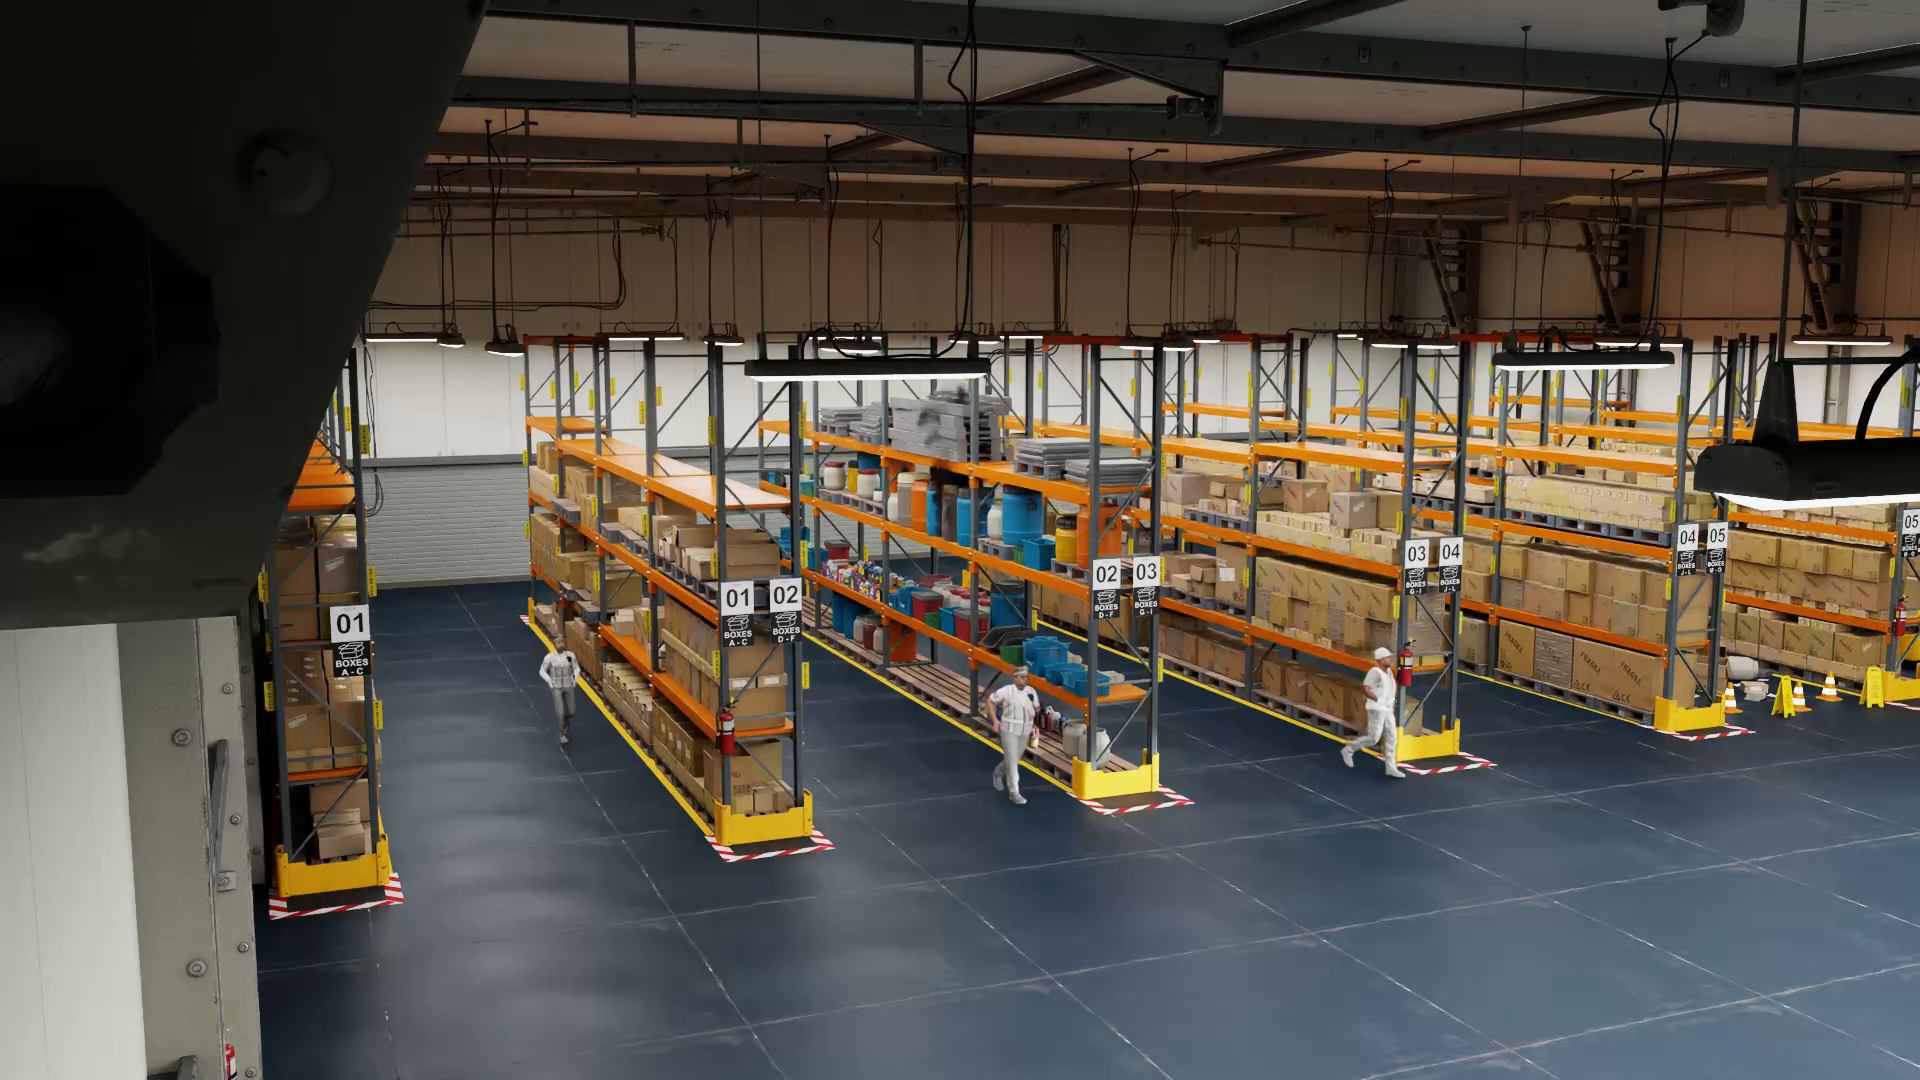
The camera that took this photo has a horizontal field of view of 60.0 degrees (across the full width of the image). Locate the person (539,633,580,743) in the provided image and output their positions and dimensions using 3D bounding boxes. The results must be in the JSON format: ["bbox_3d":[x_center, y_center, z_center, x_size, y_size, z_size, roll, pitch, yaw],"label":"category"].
[{"bbox_3d":[-5.992,2.204,24.969,0.613,1.641,0.579,-3,8,-23],"label":"person"}]

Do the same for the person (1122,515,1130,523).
[{"bbox_3d":[3.765,0.245,39.436,0.751,1.736,0.630,-2,8,-13],"label":"person"}]

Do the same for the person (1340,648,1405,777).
[{"bbox_3d":[5.886,2.377,23.232,0.951,1.741,0.743,6,10,40],"label":"person"}]

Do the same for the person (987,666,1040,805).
[{"bbox_3d":[0.771,2.520,21.936,0.690,1.746,1.014,-4,9,-29],"label":"person"}]
